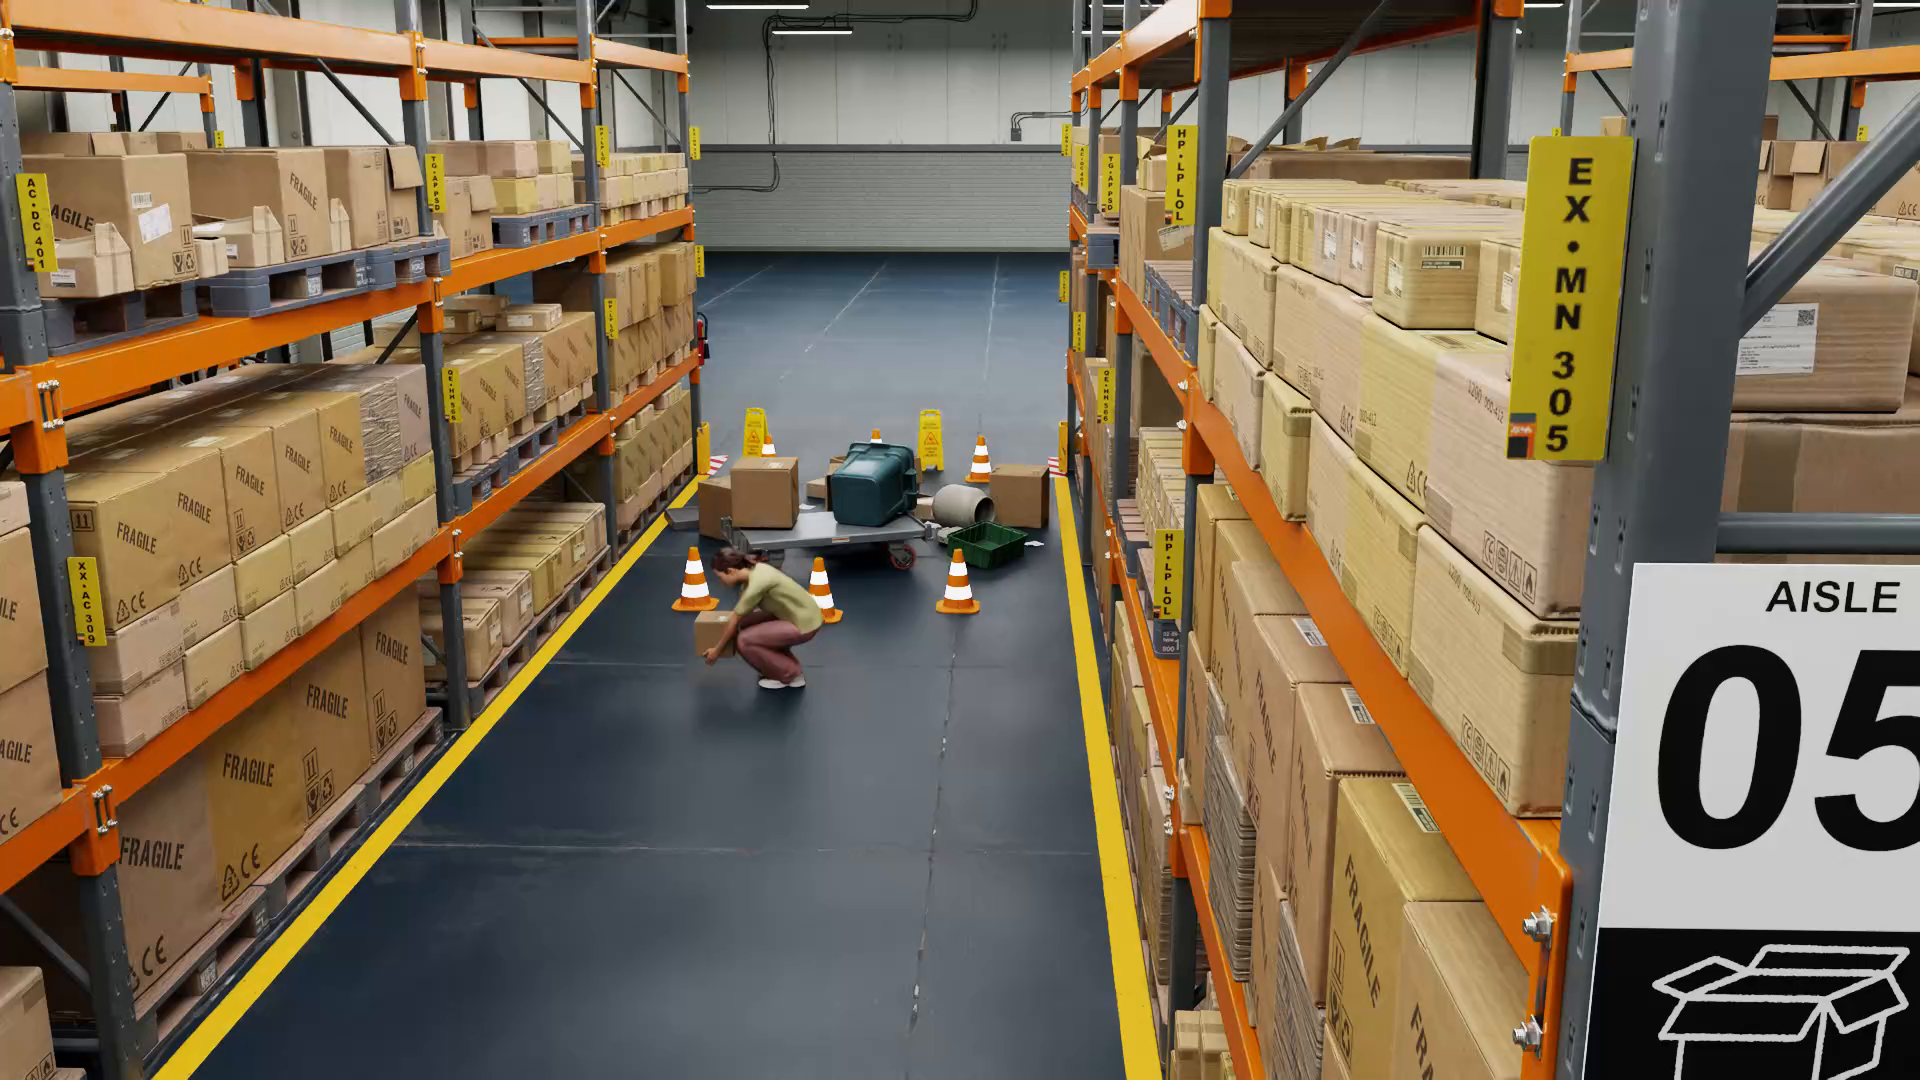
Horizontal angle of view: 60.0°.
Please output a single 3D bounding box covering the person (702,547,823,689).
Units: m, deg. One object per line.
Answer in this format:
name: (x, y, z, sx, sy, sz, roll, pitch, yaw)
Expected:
person: (-1.310, 0.496, 11.039, 0.796, 0.947, 0.463, 0, 14, 1)
